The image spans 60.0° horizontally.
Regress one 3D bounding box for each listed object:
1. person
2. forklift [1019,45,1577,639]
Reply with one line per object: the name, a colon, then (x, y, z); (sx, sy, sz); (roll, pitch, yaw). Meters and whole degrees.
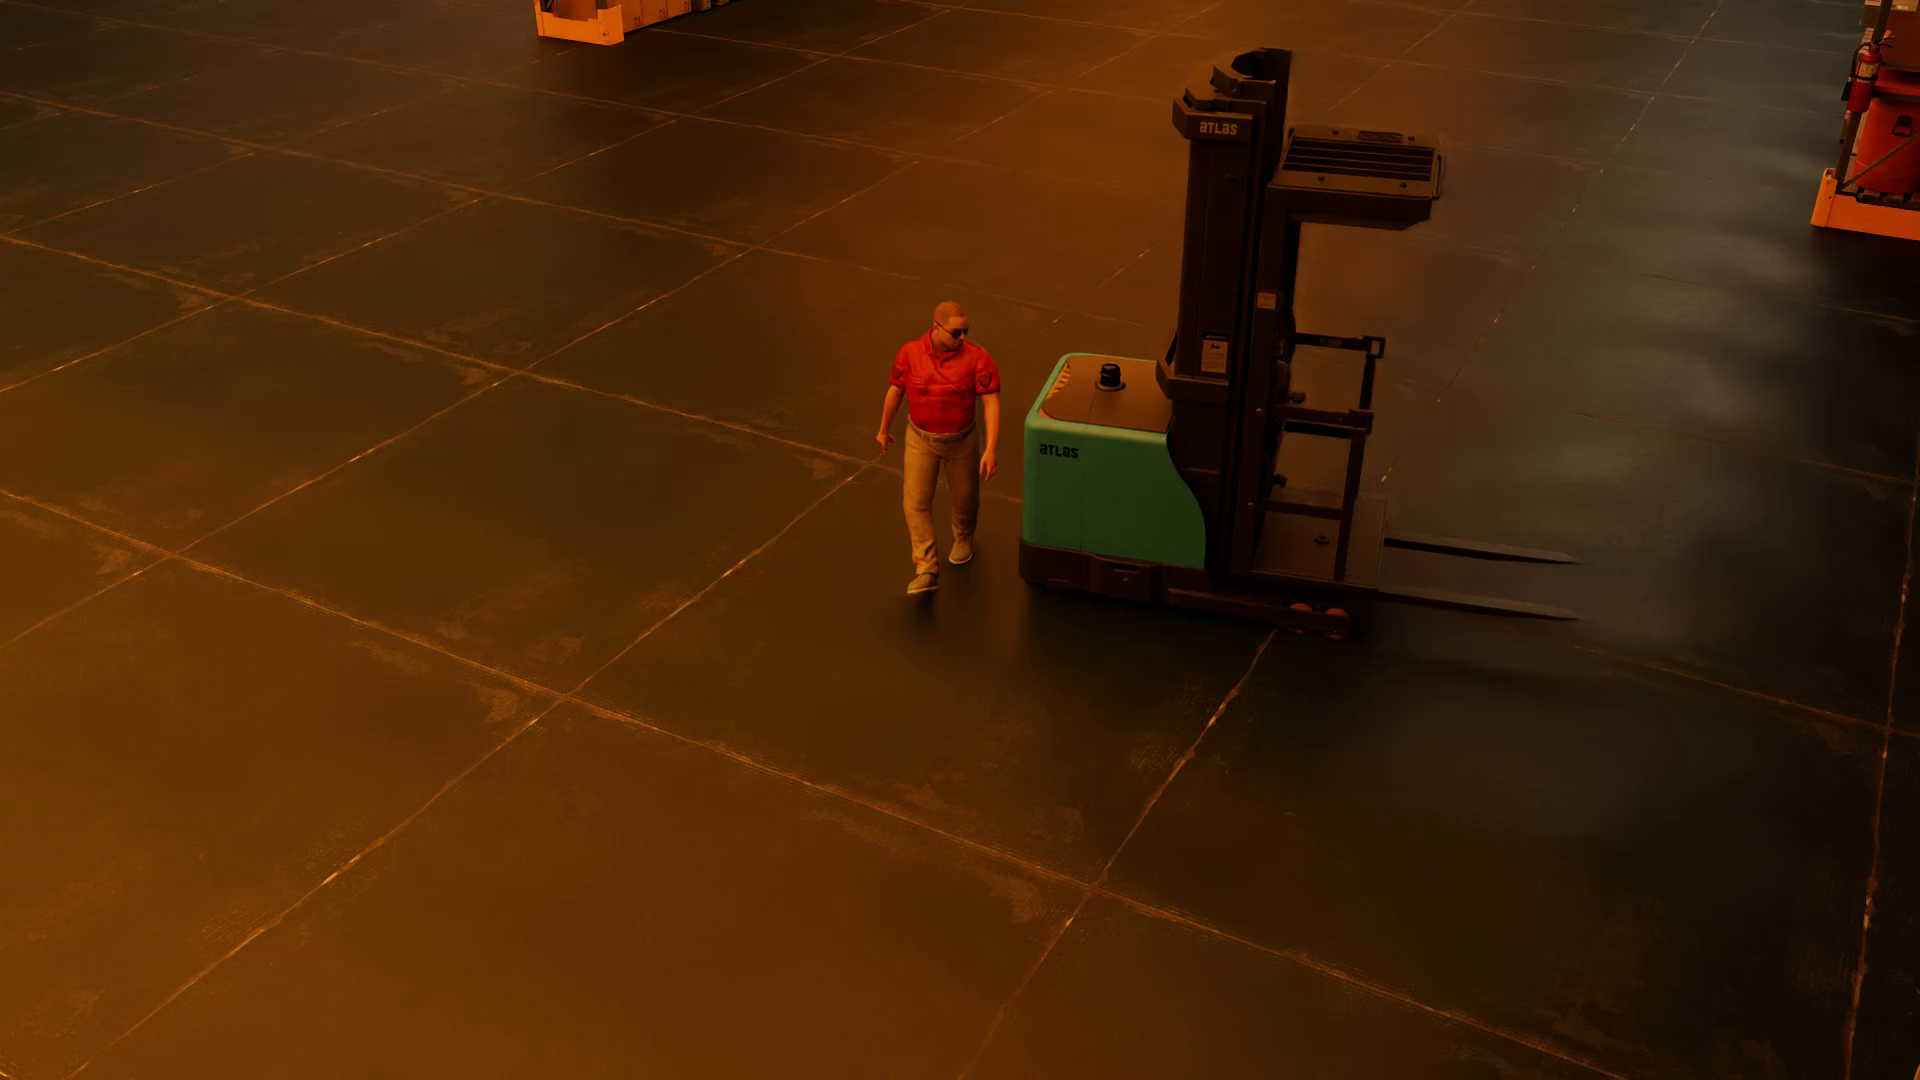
person: (-0.134, -0.501, 9.199); (0.716, 1.678, 0.925); (2, 30, 4)
forklift: (1.912, -1.024, 8.845); (3.031, 2.935, 1.130); (8, 31, 14)
